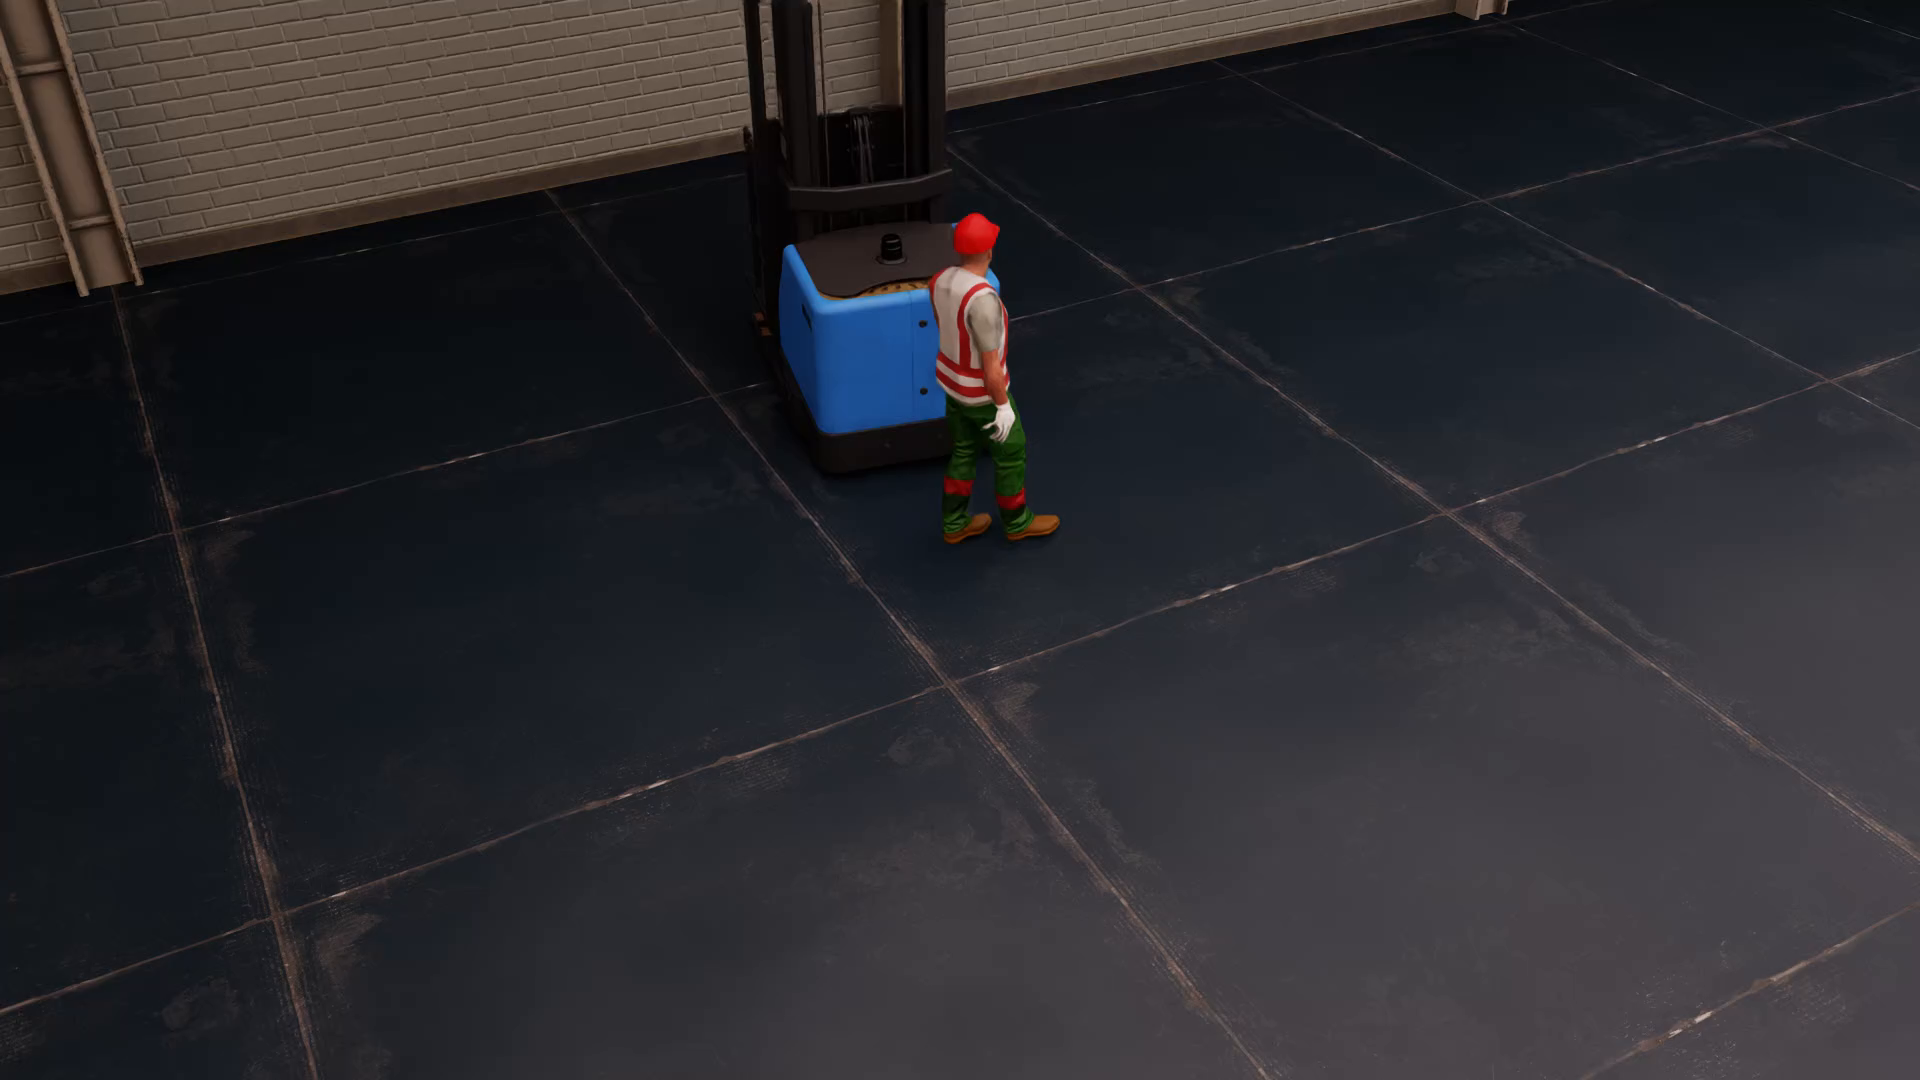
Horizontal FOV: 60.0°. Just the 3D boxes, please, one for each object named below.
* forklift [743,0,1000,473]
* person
[{"bbox_3d":[-0.690,-2.412,9.535,1.130,2.935,3.031,-10,36,-14],"label":"forklift"},{"bbox_3d":[0.158,-0.800,8.268,0.585,1.781,0.717,-21,40,-26],"label":"person"}]
